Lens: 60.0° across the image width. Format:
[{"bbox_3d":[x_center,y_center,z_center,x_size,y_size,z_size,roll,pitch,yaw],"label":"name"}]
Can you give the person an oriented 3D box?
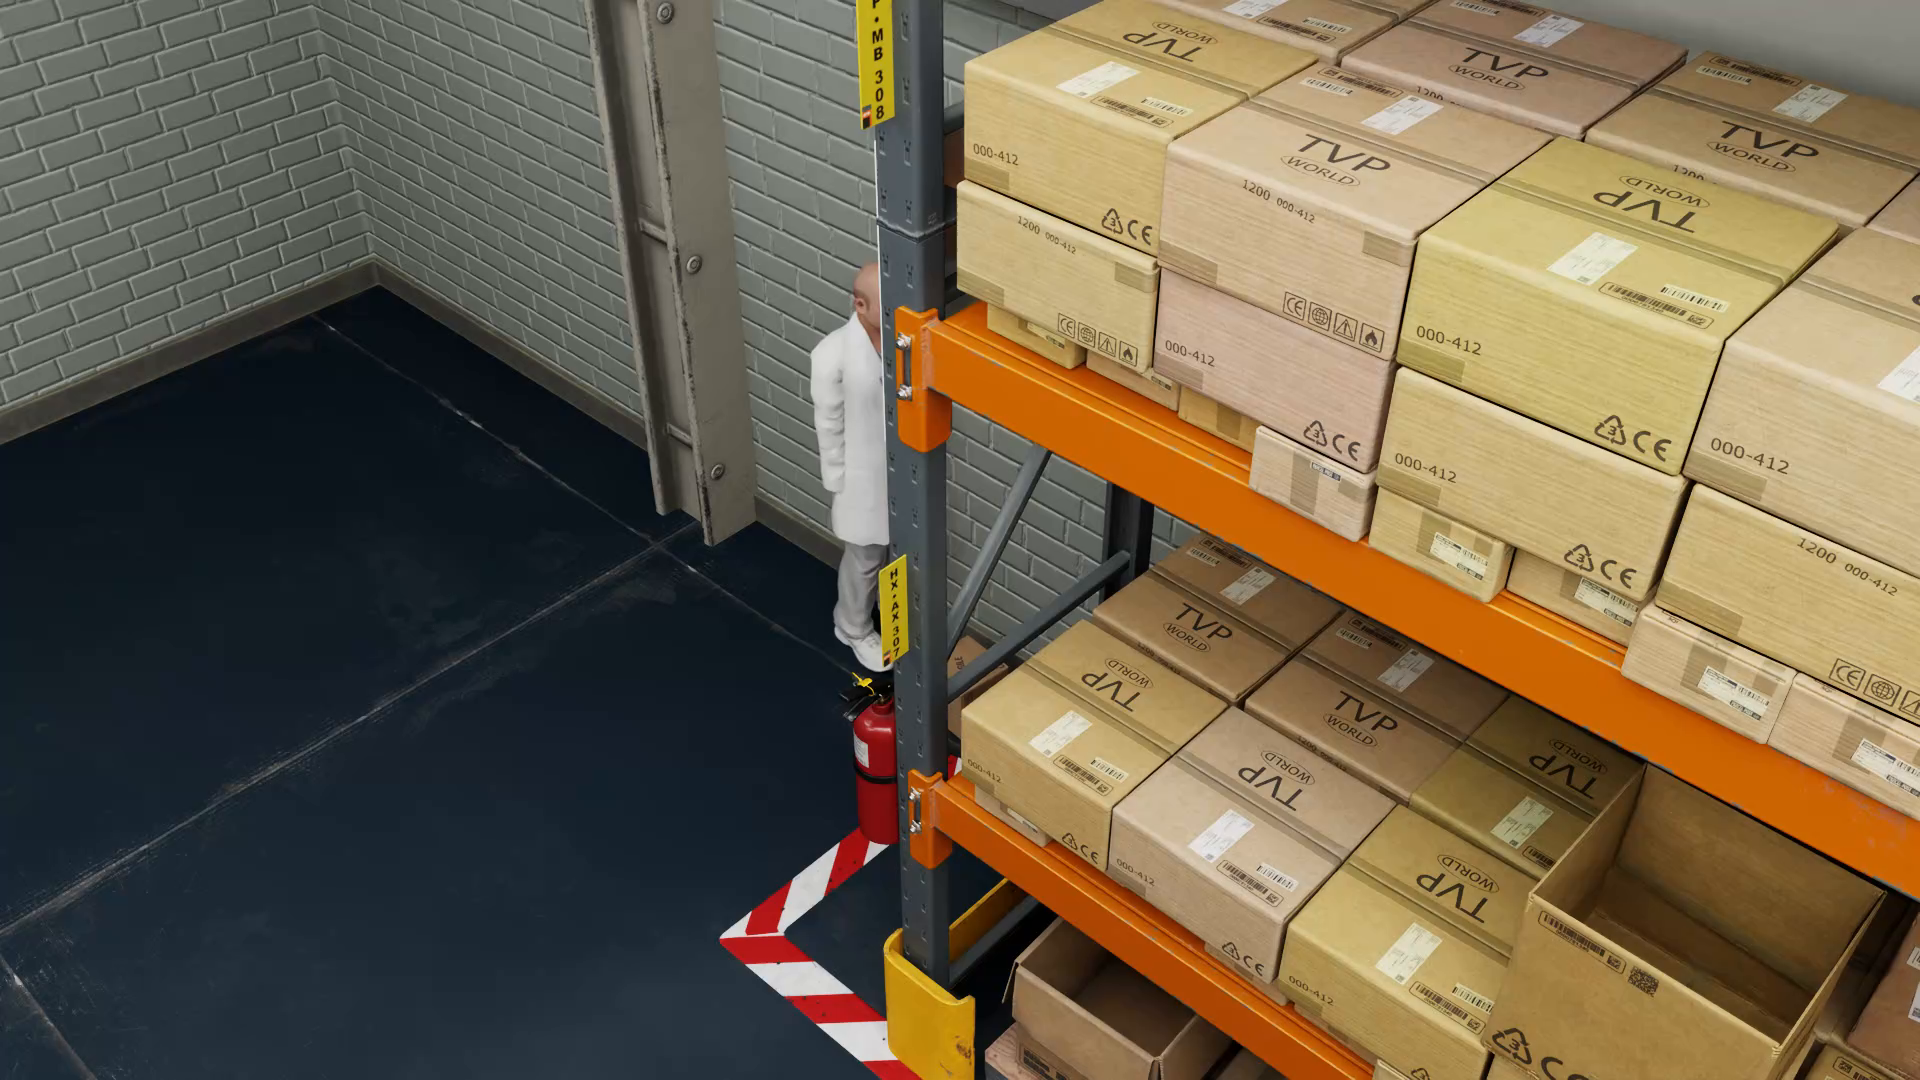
[{"bbox_3d":[-0.285,-0.287,6.525,0.562,1.776,0.381,-27,46,-30],"label":"person"}]
